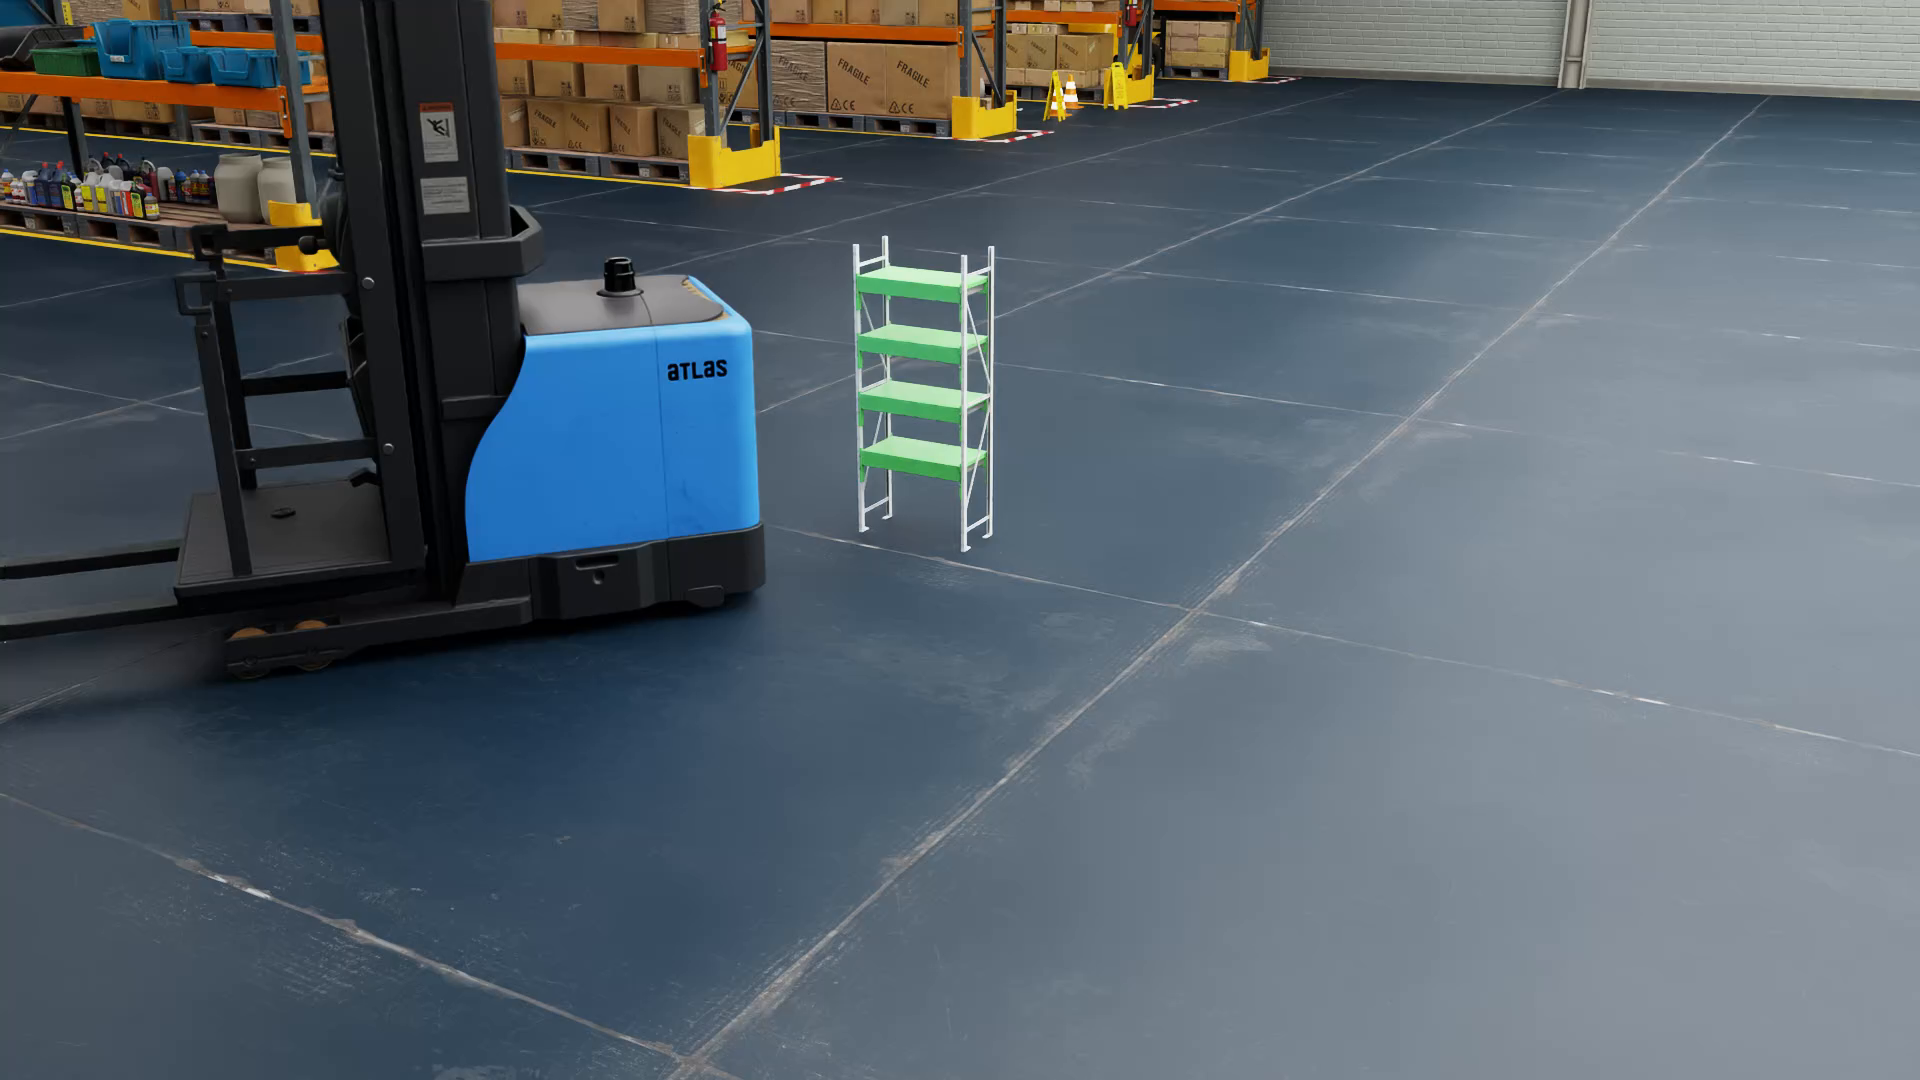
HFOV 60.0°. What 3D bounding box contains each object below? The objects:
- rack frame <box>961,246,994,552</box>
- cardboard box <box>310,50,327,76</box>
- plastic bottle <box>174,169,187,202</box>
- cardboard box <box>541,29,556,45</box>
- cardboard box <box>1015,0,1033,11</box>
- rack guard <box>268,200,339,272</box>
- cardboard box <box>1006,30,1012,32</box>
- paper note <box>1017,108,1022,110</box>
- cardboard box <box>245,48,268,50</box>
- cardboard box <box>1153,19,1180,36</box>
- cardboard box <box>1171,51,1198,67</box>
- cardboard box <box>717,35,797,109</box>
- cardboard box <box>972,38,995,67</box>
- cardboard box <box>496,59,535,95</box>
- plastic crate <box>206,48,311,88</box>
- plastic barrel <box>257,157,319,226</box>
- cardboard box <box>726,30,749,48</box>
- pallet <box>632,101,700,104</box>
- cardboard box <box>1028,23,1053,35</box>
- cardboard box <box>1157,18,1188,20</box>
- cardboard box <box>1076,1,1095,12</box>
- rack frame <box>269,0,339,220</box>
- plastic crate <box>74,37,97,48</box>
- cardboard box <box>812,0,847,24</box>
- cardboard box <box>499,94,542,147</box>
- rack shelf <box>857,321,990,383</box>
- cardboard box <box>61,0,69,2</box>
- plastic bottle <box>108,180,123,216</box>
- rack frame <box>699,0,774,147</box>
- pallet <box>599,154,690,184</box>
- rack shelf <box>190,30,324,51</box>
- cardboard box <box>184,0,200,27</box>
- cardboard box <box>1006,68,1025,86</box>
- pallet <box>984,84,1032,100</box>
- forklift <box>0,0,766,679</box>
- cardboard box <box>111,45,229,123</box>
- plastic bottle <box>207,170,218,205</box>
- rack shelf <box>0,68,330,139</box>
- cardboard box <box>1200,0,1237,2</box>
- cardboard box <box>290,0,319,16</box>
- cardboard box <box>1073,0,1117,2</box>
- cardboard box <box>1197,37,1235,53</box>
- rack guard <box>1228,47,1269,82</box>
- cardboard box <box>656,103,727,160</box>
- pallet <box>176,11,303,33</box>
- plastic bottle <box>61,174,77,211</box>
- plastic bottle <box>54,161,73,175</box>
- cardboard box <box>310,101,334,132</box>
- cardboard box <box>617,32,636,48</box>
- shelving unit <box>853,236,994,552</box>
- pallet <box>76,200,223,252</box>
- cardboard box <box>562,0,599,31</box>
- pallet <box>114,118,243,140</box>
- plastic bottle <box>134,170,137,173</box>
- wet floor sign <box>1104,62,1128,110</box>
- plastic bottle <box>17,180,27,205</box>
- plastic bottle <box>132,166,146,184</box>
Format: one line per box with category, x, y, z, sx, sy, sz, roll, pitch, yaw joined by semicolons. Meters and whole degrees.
rack frame;0.069;-0.551;6.625;0.015;1.200;0.240;11;23;27
cardboard box;-9.671;-7.347;25.771;0.500;0.500;0.500;12;23;29
plastic bottle;-6.627;-3.023;14.155;0.097;0.271;0.097;0;20;0
cardboard box;-4.112;-5.220;17.224;0.250;0.149;0.380;11;23;27
cardboard box;1.034;-8.094;25.147;0.250;0.149;0.380;11;22;27
rack guard;-4.722;-2.420;12.804;0.348;0.500;1.175;11;23;27
cardboard box;0.662;-7.757;26.167;0.500;0.500;0.500;12;23;30
paper note;0.819;-6.190;23.886;0.142;0.019;0.148;3;20;9
cardboard box;-11.276;-7.782;26.611;0.250;0.149;0.380;12;23;29
cardboard box;3.585;-9.022;29.289;0.500;0.250;0.500;11;23;28
cardboard box;4.039;-8.474;29.244;0.500;0.250;0.500;11;23;27
cardboard box;-2.688;-6.269;22.250;0.875;0.875;0.875;11;23;28
cardboard box;0.432;-7.593;25.716;0.500;0.500;0.500;12;23;30
cardboard box;-6.207;-6.873;24.098;0.750;0.750;1.050;10;22;27
plastic crate;-5.216;-3.521;12.391;0.616;0.251;0.499;11;23;27
plastic barrel;-5.245;-2.711;12.973;0.421;0.512;0.421;0;20;0
cardboard box;-2.350;-5.072;16.816;0.250;0.149;0.380;11;23;27
pallet;-3.913;-5.991;23.072;1.213;0.211;1.003;11;23;27
cardboard box;1.218;-7.723;25.123;0.250;0.149;0.380;11;23;28
cardboard box;3.836;-9.179;29.722;0.500;0.250;0.500;11;22;27
cardboard box;1.909;-7.911;24.644;0.250;0.149;0.380;10;22;27
rack frame;-4.633;-3.597;12.382;0.127;3.000;1.000;11;23;27
plastic crate;-7.027;-4.089;13.956;0.616;0.251;0.499;11;23;27
cardboard box;-1.458;-6.941;21.381;0.500;0.550;0.875;11;23;27
cardboard box;-4.876;-4.587;18.163;0.500;0.500;0.500;-17;26;-39
rack shelf;-0.145;-0.757;6.676;0.480;0.148;0.258;11;23;27
cardboard box;-11.084;-6.712;20.823;0.500;0.500;0.500;11;23;28
plastic bottle;-6.778;-2.771;13.455;0.135;0.276;0.152;10;22;26
rack frame;-2.218;-5.071;16.447;0.127;3.000;1.000;11;23;27
pallet;-2.976;-3.919;17.358;1.213;0.211;1.003;11;23;27
rack shelf;-7.456;-5.731;19.320;4.000;0.370;1.077;11;23;27
cardboard box;-9.493;-6.611;20.543;0.500;0.500;0.500;12;23;29
cardboard box;0.871;-7.155;25.606;0.500;0.250;0.500;10;22;25
pallet;0.796;-7.072;26.052;1.213;0.211;1.003;11;23;27
forklift;-2.297;-1.115;5.641;3.031;2.935;1.130;-7;21;-19
cardboard box;-9.794;-5.721;20.738;0.875;0.875;1.225;10;22;25
plastic bottle;-6.253;-2.964;13.976;0.133;0.283;0.061;11;23;28
rack shelf;-6.379;-3.591;13.421;4.000;0.370;1.077;11;23;27
cardboard box;4.475;-9.550;28.648;0.500;0.500;0.500;10;22;26
cardboard box;-7.268;-6.243;18.910;0.637;0.503;0.797;13;24;33
cardboard box;2.007;-8.217;24.535;0.500;0.500;0.500;10;22;26
cardboard box;4.455;-8.628;28.934;0.500;0.250;0.500;10;22;27
rack guard;5.054;-8.321;29.070;0.348;0.500;1.175;11;23;27
cardboard box;-2.755;-4.202;17.101;0.500;0.500;0.500;16;25;37
pallet;-8.528;-6.225;19.908;1.003;0.211;1.213;11;23;27
plastic bottle;-7.334;-2.863;13.697;0.133;0.283;0.061;12;23;30
plastic bottle;-7.553;-3.009;14.000;0.185;0.351;0.144;11;23;27
cardboard box;-7.131;-5.055;19.421;0.500;0.500;0.700;9;22;23
cardboard box;-3.239;-5.053;16.766;0.250;0.149;0.380;11;23;27
shelving unit;-0.145;-0.592;6.736;0.503;1.200;0.258;11;23;27
pallet;-6.490;-2.624;13.791;1.213;0.211;1.003;11;23;27
cardboard box;-3.595;-5.501;17.049;0.500;0.500;0.875;11;23;27
pallet;-9.853;-5.244;21.013;1.213;0.211;1.003;11;23;27
plastic bottle;-7.092;-3.124;14.417;0.133;0.283;0.061;13;23;31
wet floor sign;2.259;-6.565;24.016;0.267;0.644;0.232;-16;26;-38
plastic bottle;-7.883;-2.936;14.019;0.097;0.201;0.097;0;20;0
plastic bottle;-7.000;-3.050;14.213;0.133;0.283;0.061;11;23;27
